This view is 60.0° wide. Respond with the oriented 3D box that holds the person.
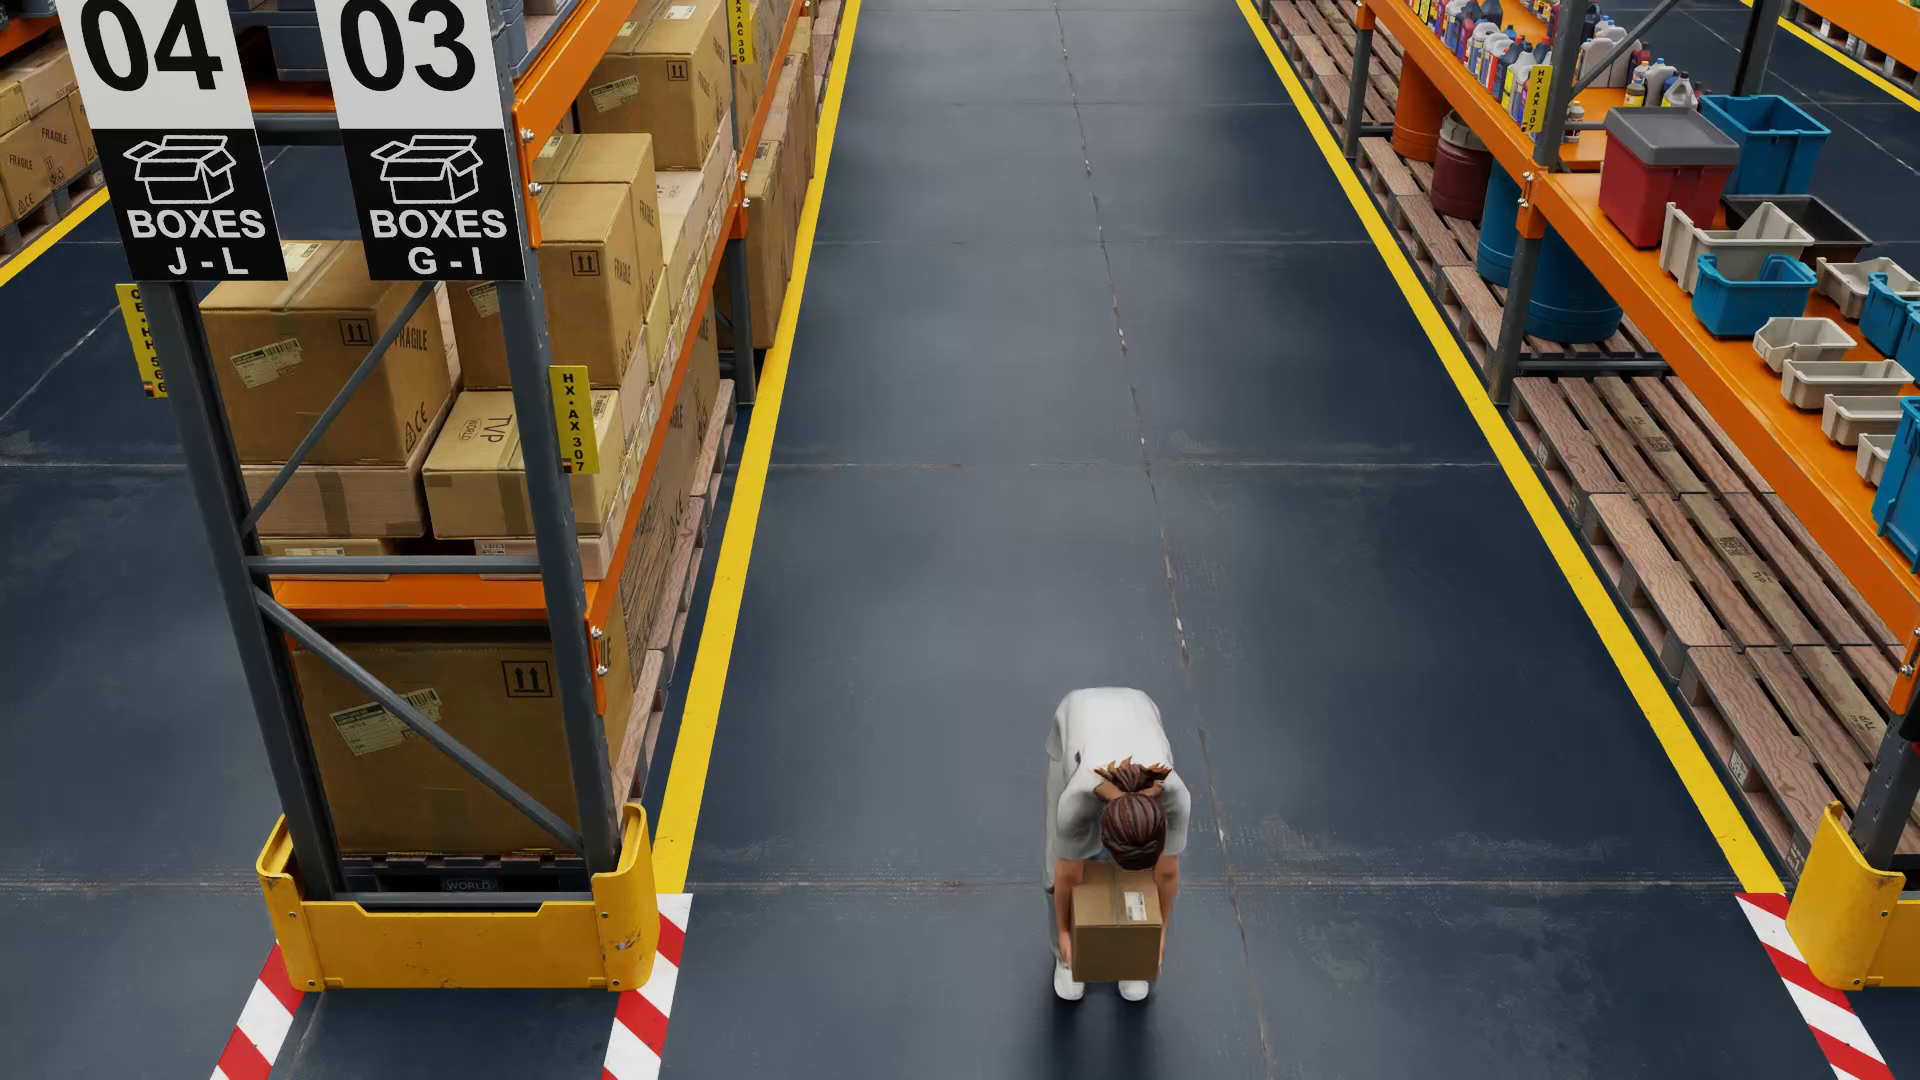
[{"bbox_3d":[0.461,1.000,5.006,0.404,1.161,0.863,-1,32,-2],"label":"person"}]
